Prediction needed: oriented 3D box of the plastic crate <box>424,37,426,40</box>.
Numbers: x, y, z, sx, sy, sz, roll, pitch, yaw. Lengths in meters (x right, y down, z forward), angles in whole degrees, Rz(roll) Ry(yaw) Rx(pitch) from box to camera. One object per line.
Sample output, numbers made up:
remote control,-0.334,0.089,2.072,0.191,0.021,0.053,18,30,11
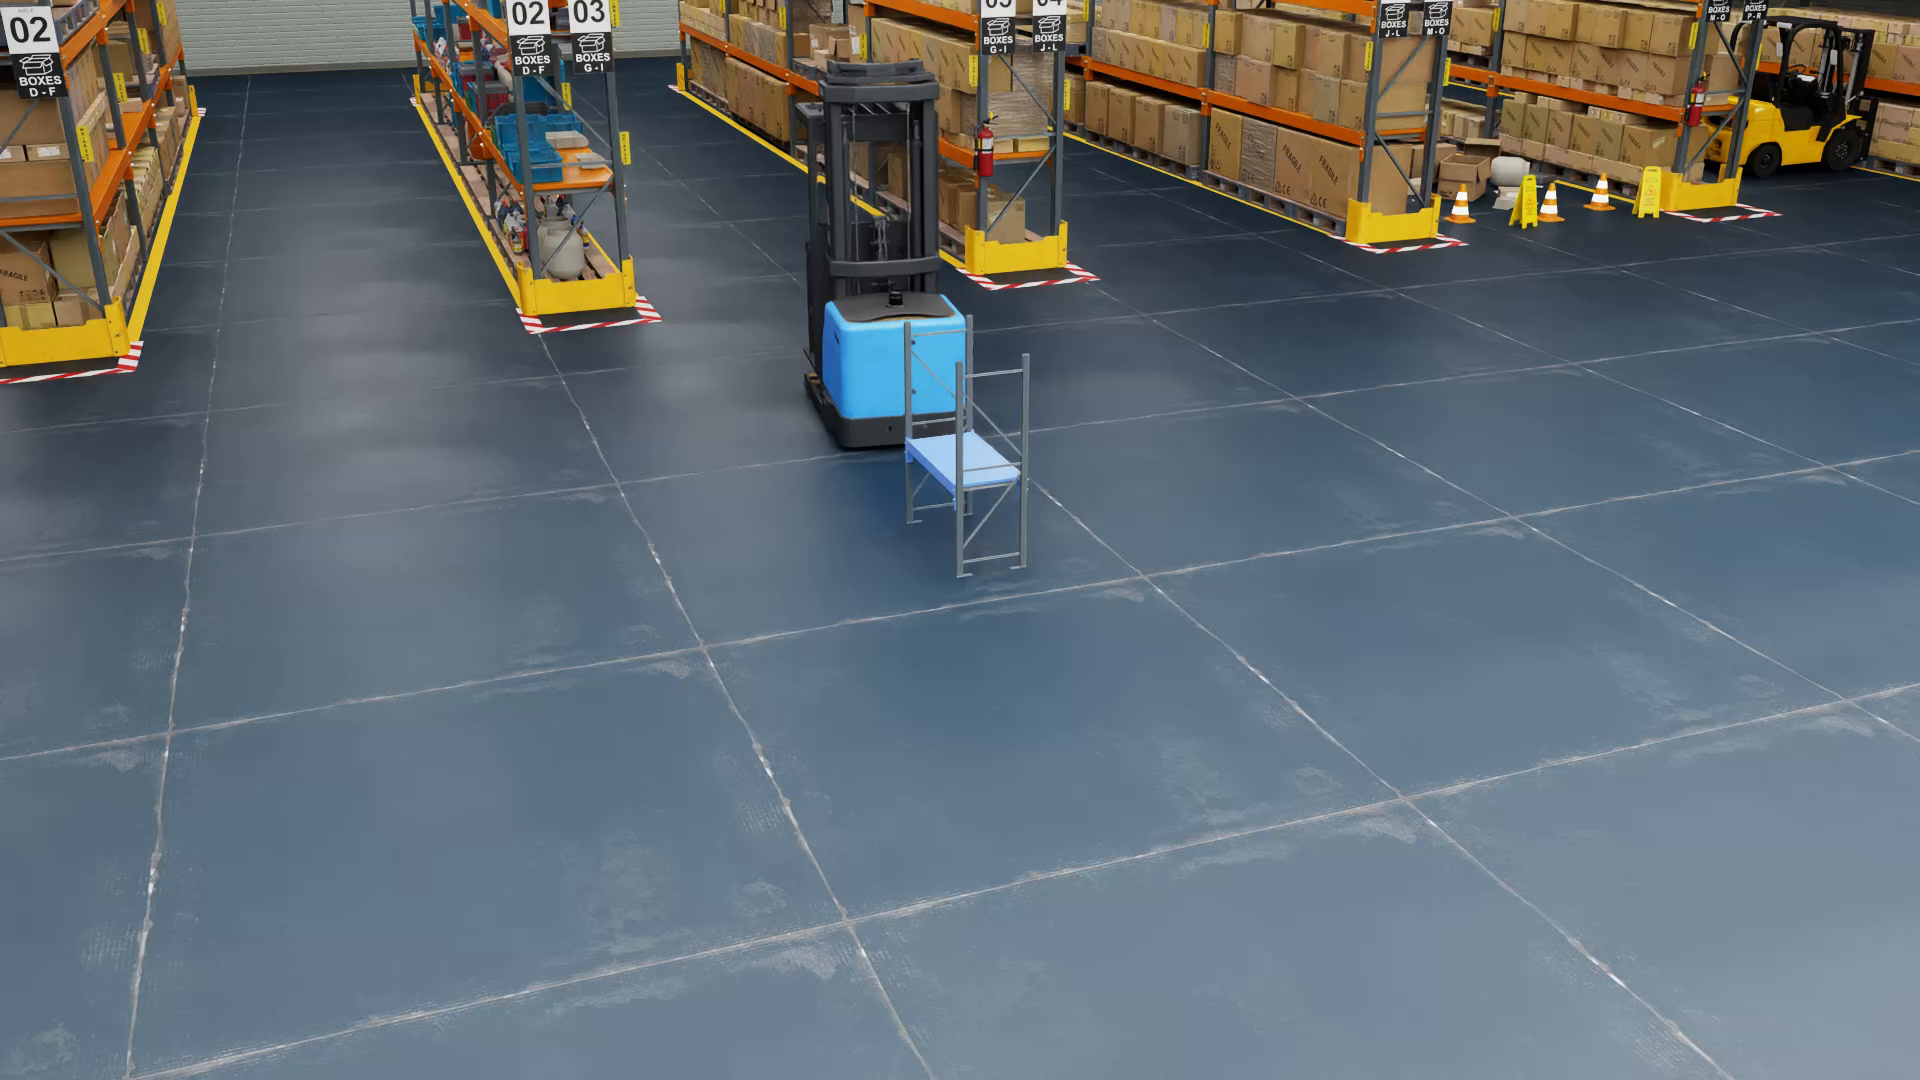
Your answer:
plastic crate,-8.847,-8.455,28.225,0.437,0.125,0.590,-8,24,-19

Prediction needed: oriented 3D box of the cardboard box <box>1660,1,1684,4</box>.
cardboard box,12.467,-9.339,29.083,0.380,0.149,0.250,-8,24,-19

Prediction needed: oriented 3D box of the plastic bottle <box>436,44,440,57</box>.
plastic bottle,-8.248,-7.725,26.383,0.097,0.271,0.097,0,23,0

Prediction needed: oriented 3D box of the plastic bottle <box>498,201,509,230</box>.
plastic bottle,-5.477,-3.909,20.007,0.144,0.351,0.185,-8,24,-18

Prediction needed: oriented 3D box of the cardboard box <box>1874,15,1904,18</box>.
cardboard box,14.051,-7.840,25.143,0.380,0.149,0.250,-8,24,-17

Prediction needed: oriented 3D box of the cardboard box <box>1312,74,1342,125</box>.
cardboard box,4.961,-5.542,20.843,0.875,0.550,0.550,-8,24,-19

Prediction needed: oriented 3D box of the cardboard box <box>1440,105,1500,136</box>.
cardboard box,8.086,-6.750,26.746,0.950,0.372,0.625,-7,24,-16

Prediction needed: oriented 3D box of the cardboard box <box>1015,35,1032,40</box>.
cardboard box,0.564,-5.567,19.297,0.500,0.500,0.500,-8,24,-19

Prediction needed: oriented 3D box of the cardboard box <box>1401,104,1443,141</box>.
cardboard box,6.876,-6.258,24.980,0.500,0.500,0.500,-8,24,-19

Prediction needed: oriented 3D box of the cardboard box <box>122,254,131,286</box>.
cardboard box,-9.106,-2.843,17.632,0.500,0.250,0.500,-8,24,-19

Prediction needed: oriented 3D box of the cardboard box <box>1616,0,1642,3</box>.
cardboard box,11.808,-9.454,29.355,0.380,0.149,0.250,-8,24,-18

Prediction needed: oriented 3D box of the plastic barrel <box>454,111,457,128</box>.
plastic barrel,-7.773,-6.953,26.546,0.600,0.901,0.708,-8,24,-19

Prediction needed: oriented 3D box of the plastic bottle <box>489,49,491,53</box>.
plastic bottle,-7.265,-7.482,25.804,0.097,0.271,0.097,0,23,0

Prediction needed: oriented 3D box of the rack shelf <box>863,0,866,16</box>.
rack shelf,-1.447,-7.734,23.302,1.077,0.370,4.000,-8,24,-19

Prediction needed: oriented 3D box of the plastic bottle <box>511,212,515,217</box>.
plastic bottle,-5.323,-3.756,19.745,0.097,0.271,0.097,0,23,0

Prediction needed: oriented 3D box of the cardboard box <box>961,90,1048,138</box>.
cardboard box,0.504,-4.890,18.979,0.875,0.500,0.500,-8,24,-19

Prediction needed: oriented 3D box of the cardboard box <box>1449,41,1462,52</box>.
cardboard box,7.890,-7.730,26.012,0.380,0.149,0.250,-9,24,-20

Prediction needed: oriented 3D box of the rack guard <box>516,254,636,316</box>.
rack guard,-4.031,-2.693,17.496,1.175,0.500,0.348,-8,24,-19

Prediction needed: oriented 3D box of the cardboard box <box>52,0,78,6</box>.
cardboard box,-8.927,-5.473,16.161,0.500,0.500,0.500,-8,24,-19

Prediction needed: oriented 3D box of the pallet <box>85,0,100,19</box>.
pallet,-9.683,-5.634,17.507,1.003,0.211,1.213,-8,24,-19

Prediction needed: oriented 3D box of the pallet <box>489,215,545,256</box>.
pallet,-5.175,-3.743,20.358,1.003,0.211,1.213,-8,24,-19

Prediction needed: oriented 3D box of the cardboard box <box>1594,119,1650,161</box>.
cardboard box,9.230,-5.580,23.160,0.500,0.500,0.500,-7,24,-17

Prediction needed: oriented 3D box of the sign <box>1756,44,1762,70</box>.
sign,10.452,-6.337,21.807,0.100,0.325,0.005,-8,24,-19

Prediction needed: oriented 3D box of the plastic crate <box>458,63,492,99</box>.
plastic crate,-6.502,-6.131,22.352,0.402,0.464,0.583,-8,24,-19

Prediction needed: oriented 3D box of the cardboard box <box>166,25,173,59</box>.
cardboard box,-12.944,-7.960,26.645,0.500,0.500,0.500,-8,24,-18

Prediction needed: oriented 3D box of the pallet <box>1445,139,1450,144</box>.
pallet,7.820,-6.758,27.513,1.003,0.211,1.213,-8,24,-19

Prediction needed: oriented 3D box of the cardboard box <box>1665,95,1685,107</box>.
cardboard box,9.612,-5.854,22.100,0.380,0.149,0.250,-8,24,-17

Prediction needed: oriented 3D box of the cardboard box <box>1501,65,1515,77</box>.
cardboard box,8.342,-7.042,24.920,0.380,0.149,0.250,-8,24,-19

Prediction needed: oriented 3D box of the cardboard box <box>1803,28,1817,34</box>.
cardboard box,13.269,-7.907,25.685,0.380,0.149,0.250,-8,24,-18

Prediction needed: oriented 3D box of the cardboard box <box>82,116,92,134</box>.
cardboard box,-9.075,-4.221,16.939,0.380,0.149,0.250,-8,24,-18

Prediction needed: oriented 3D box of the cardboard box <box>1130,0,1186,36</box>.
cardboard box,3.035,-8.027,25.516,0.700,0.500,0.500,-9,24,-20

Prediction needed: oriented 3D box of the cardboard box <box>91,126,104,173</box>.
cardboard box,-9.480,-4.111,17.513,0.700,0.500,0.500,-8,24,-18

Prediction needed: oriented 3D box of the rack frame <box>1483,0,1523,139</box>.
rack frame,8.531,-7.317,25.247,1.000,3.000,0.127,-8,24,-19

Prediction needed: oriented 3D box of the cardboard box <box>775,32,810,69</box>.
cardboard box,-2.559,-7.602,25.795,0.500,0.500,0.500,-8,24,-17

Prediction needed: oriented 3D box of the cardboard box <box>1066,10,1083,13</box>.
cardboard box,1.834,-8.613,27.339,0.380,0.149,0.250,-9,24,-20

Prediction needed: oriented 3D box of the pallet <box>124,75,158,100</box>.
pallet,-11.727,-6.201,22.846,1.213,0.211,1.003,-8,24,-19

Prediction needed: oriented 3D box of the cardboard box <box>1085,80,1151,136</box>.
cardboard box,2.654,-6.977,26.798,1.050,0.750,0.750,-9,24,-20

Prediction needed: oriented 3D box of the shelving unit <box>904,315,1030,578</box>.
shelving unit,0.030,-0.660,11.385,0.538,1.500,1.048,-8,24,-19

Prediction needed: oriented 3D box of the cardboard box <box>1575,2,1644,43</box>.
cardboard box,9.065,-7.219,23.217,0.700,0.500,0.500,-9,24,-19

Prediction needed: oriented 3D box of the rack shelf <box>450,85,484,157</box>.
rack shelf,-6.080,-5.672,22.273,1.077,0.370,4.000,-8,24,-19

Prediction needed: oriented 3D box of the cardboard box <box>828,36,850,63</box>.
cardboard box,-1.439,-6.815,23.384,0.797,0.503,0.637,-6,24,-14

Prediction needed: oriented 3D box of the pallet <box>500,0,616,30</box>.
pallet,-4.161,-5.433,17.159,1.003,0.211,1.213,-8,24,-19

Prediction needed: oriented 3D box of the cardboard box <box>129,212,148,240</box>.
cardboard box,-9.920,-3.706,19.680,0.500,0.250,0.500,-9,24,-20

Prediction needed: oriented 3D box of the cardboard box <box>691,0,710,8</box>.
cardboard box,-4.697,-10.150,30.814,0.500,0.500,0.500,-9,24,-20

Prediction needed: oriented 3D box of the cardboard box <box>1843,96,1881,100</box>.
cardboard box,13.587,-6.609,25.281,0.500,0.250,0.500,-9,24,-20

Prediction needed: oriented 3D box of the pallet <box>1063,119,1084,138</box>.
pallet,2.248,-7.053,28.213,1.003,0.211,1.213,-8,24,-19

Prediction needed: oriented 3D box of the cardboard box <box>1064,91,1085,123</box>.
cardboard box,2.046,-7.299,27.883,0.500,0.500,0.500,-8,24,-19

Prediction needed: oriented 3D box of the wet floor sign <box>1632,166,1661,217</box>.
wet floor sign,9.010,-4.562,21.744,0.267,0.644,0.232,0,23,-1

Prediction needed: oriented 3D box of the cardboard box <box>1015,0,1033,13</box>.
cardboard box,0.745,-6.027,18.519,0.500,0.250,0.500,-8,24,-17

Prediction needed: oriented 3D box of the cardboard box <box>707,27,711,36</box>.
cardboard box,-4.344,-9.188,30.010,0.380,0.149,0.250,-8,24,-18

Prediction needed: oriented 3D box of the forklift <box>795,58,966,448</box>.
forklift,-0.774,-2.635,14.229,1.130,2.935,3.031,-5,23,-12

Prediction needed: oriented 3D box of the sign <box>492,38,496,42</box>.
sign,-7.685,-8.386,27.429,0.100,0.325,0.005,-8,24,-19

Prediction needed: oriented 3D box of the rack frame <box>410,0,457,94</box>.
rack frame,-9.613,-9.637,30.754,1.000,3.000,0.127,-8,24,-19

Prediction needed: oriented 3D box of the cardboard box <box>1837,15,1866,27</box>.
cardboard box,13.538,-7.867,25.207,0.380,0.149,0.250,-8,24,-19

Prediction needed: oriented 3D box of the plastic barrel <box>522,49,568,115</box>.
plastic barrel,-5.227,-5.690,20.743,0.600,0.901,0.708,-8,24,-19

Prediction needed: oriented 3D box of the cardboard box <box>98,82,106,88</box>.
cardboard box,-10.628,-5.300,20.333,0.500,0.500,0.500,-8,24,-19

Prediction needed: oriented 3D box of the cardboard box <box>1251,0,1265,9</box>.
cardboard box,5.807,-10.000,31.164,0.500,0.250,0.500,-8,24,-18

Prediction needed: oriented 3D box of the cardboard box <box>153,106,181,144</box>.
cardboard box,-12.393,-6.417,25.764,0.500,0.500,0.500,-8,24,-19
